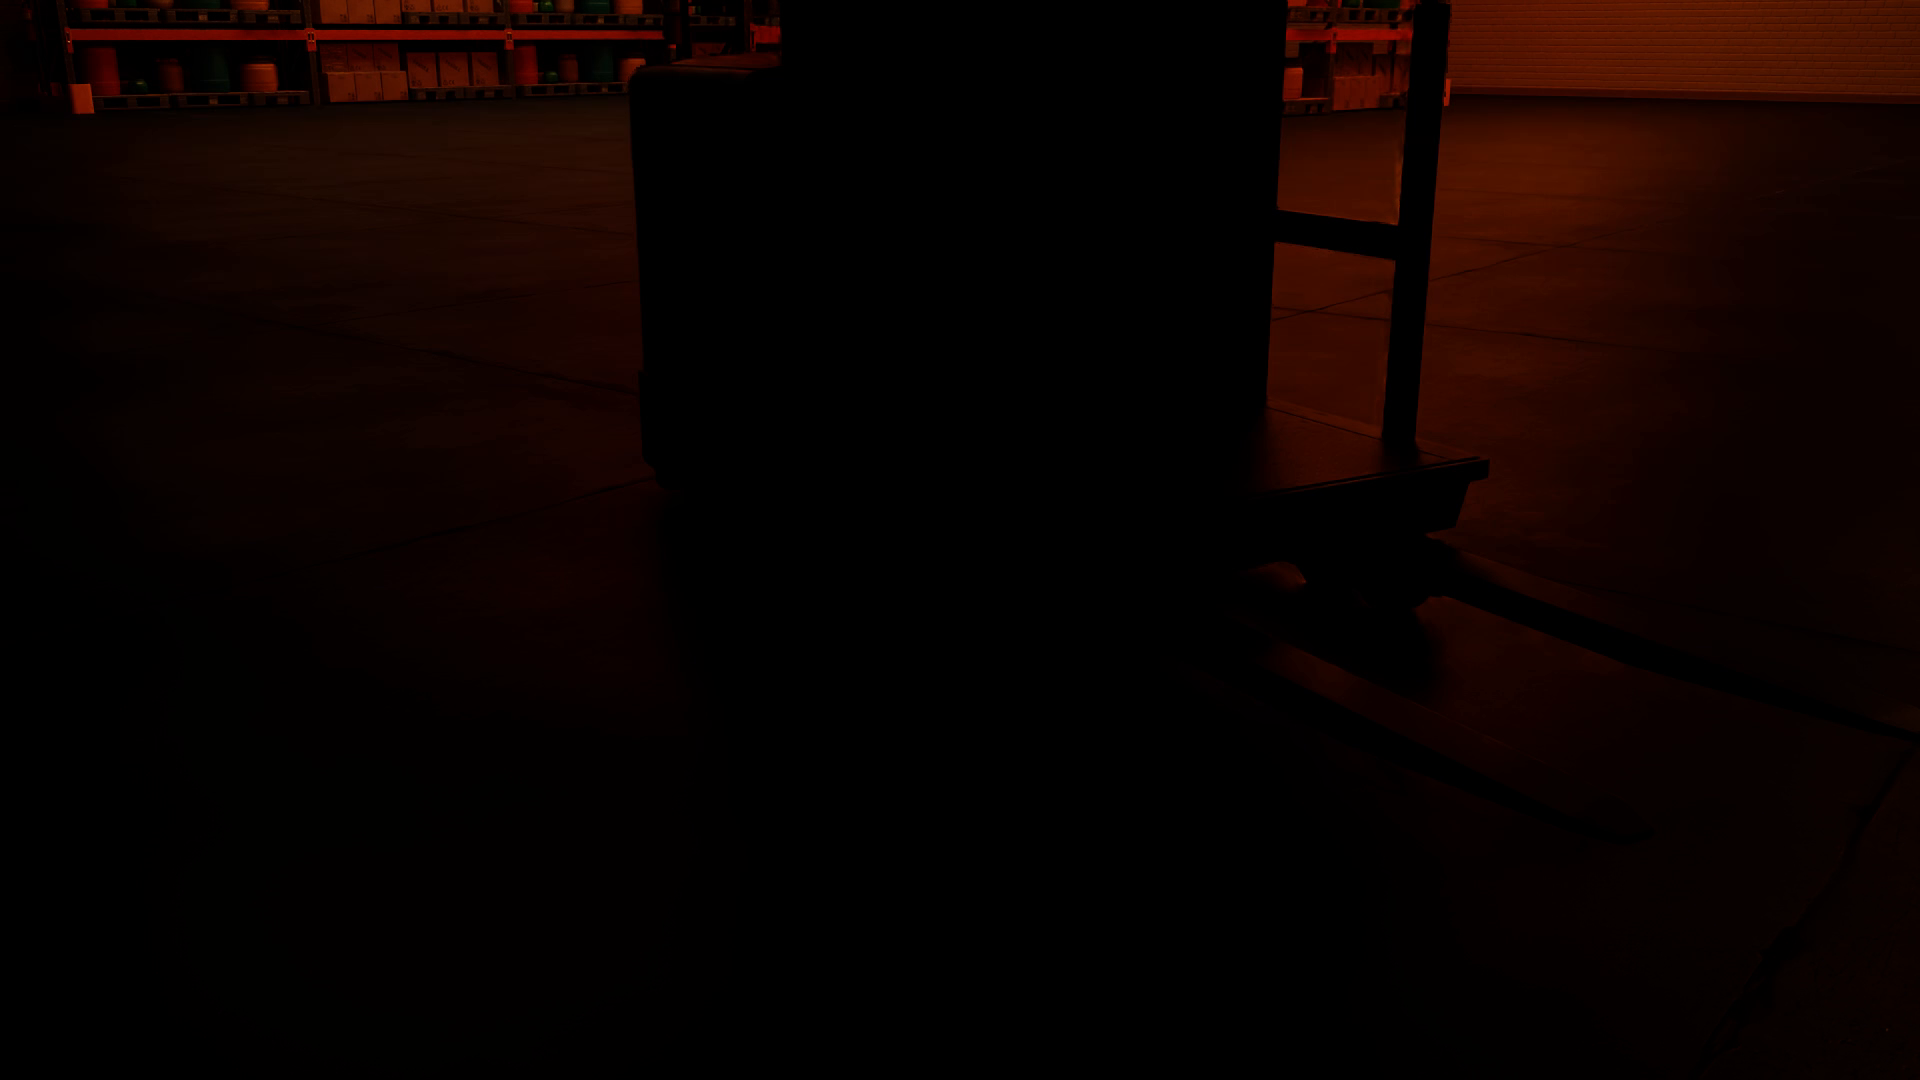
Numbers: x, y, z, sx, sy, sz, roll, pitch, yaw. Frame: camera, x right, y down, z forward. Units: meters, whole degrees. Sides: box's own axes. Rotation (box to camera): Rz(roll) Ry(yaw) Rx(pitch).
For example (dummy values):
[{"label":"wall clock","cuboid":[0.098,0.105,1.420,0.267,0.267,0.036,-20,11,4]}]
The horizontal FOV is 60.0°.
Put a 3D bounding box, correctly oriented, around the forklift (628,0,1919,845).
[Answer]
[{"label":"forklift","cuboid":[0.329,-1.258,3.041,1.130,2.935,3.031,-9,19,-28]}]
